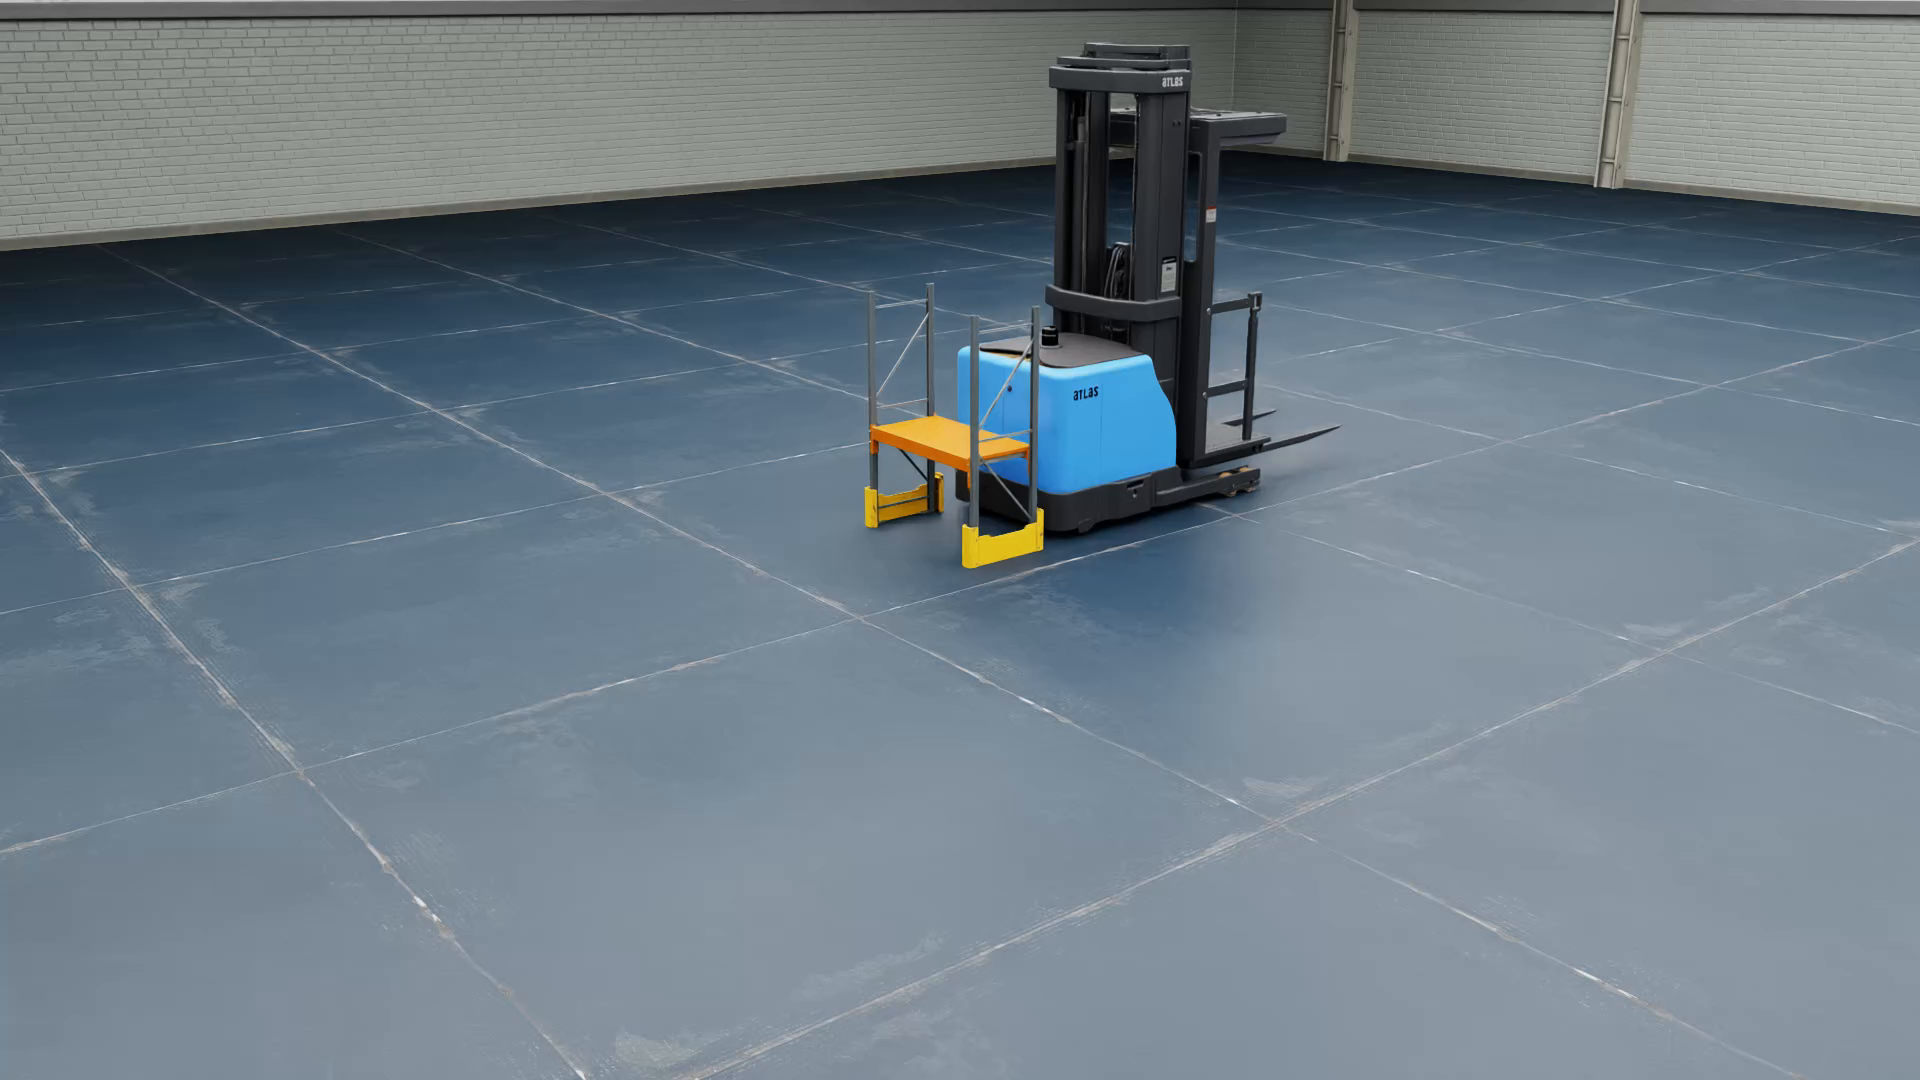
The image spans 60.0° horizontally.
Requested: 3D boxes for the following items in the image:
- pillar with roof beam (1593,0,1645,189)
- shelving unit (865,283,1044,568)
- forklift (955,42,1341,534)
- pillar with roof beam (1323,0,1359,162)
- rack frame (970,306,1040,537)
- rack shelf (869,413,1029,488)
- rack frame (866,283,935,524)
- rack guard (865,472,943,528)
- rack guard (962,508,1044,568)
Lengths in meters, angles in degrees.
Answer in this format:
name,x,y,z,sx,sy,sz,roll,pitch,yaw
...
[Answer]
name,x,y,z,sx,sy,sz,roll,pitch,yaw
pillar with roof beam,7.875,-9.552,24.895,9.100,9.000,0.400,-14,23,-36
shelving unit,-0.047,-0.731,10.183,0.587,1.500,1.083,-14,23,-36
forklift,1.422,-1.794,11.118,3.031,2.935,1.130,-15,23,-38
pillar with roof beam,4.149,-11.031,29.360,9.100,9.000,0.400,-14,23,-36
rack frame,0.263,-0.608,9.812,0.500,1.500,0.032,-14,23,-36
rack shelf,-0.053,-0.562,10.247,0.538,0.185,1.000,-14,23,-36
rack frame,-0.369,-0.858,10.569,0.500,1.500,0.032,-14,23,-36
rack guard,-0.357,-0.260,10.751,0.587,0.250,0.087,-14,23,-36
rack guard,0.262,-0.015,10.009,0.587,0.250,0.087,-14,23,-36
